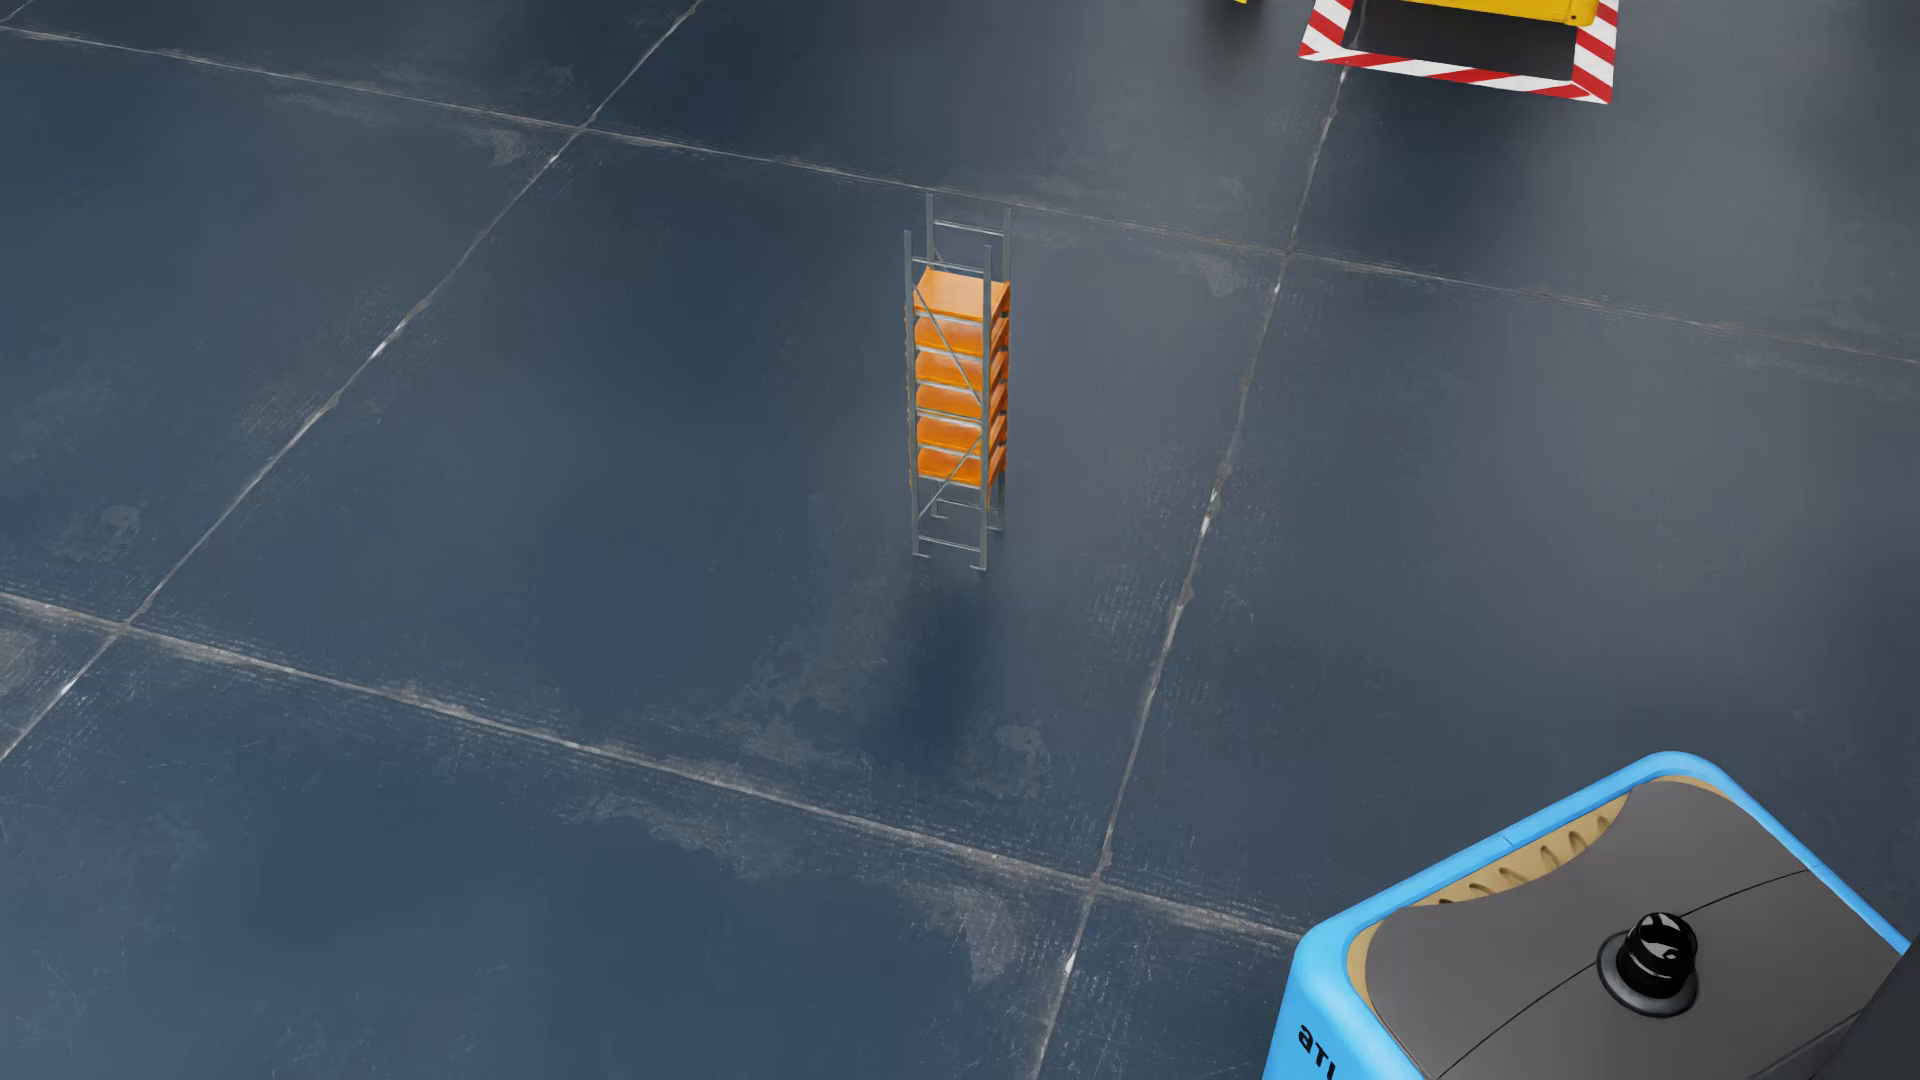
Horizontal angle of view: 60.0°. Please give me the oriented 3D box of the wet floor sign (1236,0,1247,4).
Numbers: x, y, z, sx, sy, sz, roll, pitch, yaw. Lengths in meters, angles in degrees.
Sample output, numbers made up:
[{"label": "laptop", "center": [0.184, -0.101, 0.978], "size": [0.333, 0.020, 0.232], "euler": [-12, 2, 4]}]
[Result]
[{"label": "wet floor sign", "center": [1.308, -2.874, 7.726], "size": [0.267, 0.644, 0.232], "euler": [28, 51, 26]}]

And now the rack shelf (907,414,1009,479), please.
[{"label": "rack shelf", "center": [-0.004, -0.302, 4.936], "size": [0.258, 0.103, 0.180], "euler": [13, 46, 12]}]

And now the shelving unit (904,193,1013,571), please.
[{"label": "shelving unit", "center": [-0.004, -0.419, 4.821], "size": [0.258, 1.200, 0.189], "euler": [13, 46, 12]}]

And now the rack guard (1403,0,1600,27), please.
[{"label": "rack guard", "center": [2.408, -2.773, 7.726], "size": [1.175, 0.500, 0.348], "euler": [13, 46, 13]}]

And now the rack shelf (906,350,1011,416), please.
[{"label": "rack shelf", "center": [-0.004, -0.473, 4.768], "size": [0.258, 0.103, 0.180], "euler": [13, 46, 12]}]

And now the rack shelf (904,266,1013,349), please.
[{"label": "rack shelf", "center": [-0.004, -0.645, 4.600], "size": [0.258, 0.103, 0.180], "euler": [13, 46, 12]}]

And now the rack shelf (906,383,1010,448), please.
[{"label": "rack shelf", "center": [-0.004, -0.387, 4.852], "size": [0.258, 0.103, 0.180], "euler": [13, 46, 12]}]

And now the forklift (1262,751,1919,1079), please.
[{"label": "forklift", "center": [1.729, 1.185, 1.943], "size": [1.130, 2.935, 3.031], "euler": [-21, 48, -20]}]

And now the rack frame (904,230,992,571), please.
[{"label": "rack frame", "center": [-0.032, -0.358, 4.758], "size": [0.240, 1.200, 0.006], "euler": [13, 46, 12]}]

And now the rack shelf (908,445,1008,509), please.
[{"label": "rack shelf", "center": [-0.004, -0.216, 5.019], "size": [0.258, 0.103, 0.180], "euler": [13, 46, 12]}]

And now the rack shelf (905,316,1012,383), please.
[{"label": "rack shelf", "center": [-0.004, -0.559, 4.684], "size": [0.258, 0.103, 0.180], "euler": [13, 46, 12]}]

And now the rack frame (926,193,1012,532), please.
[{"label": "rack frame", "center": [0.023, -0.480, 4.883], "size": [0.240, 1.200, 0.006], "euler": [13, 46, 12]}]
